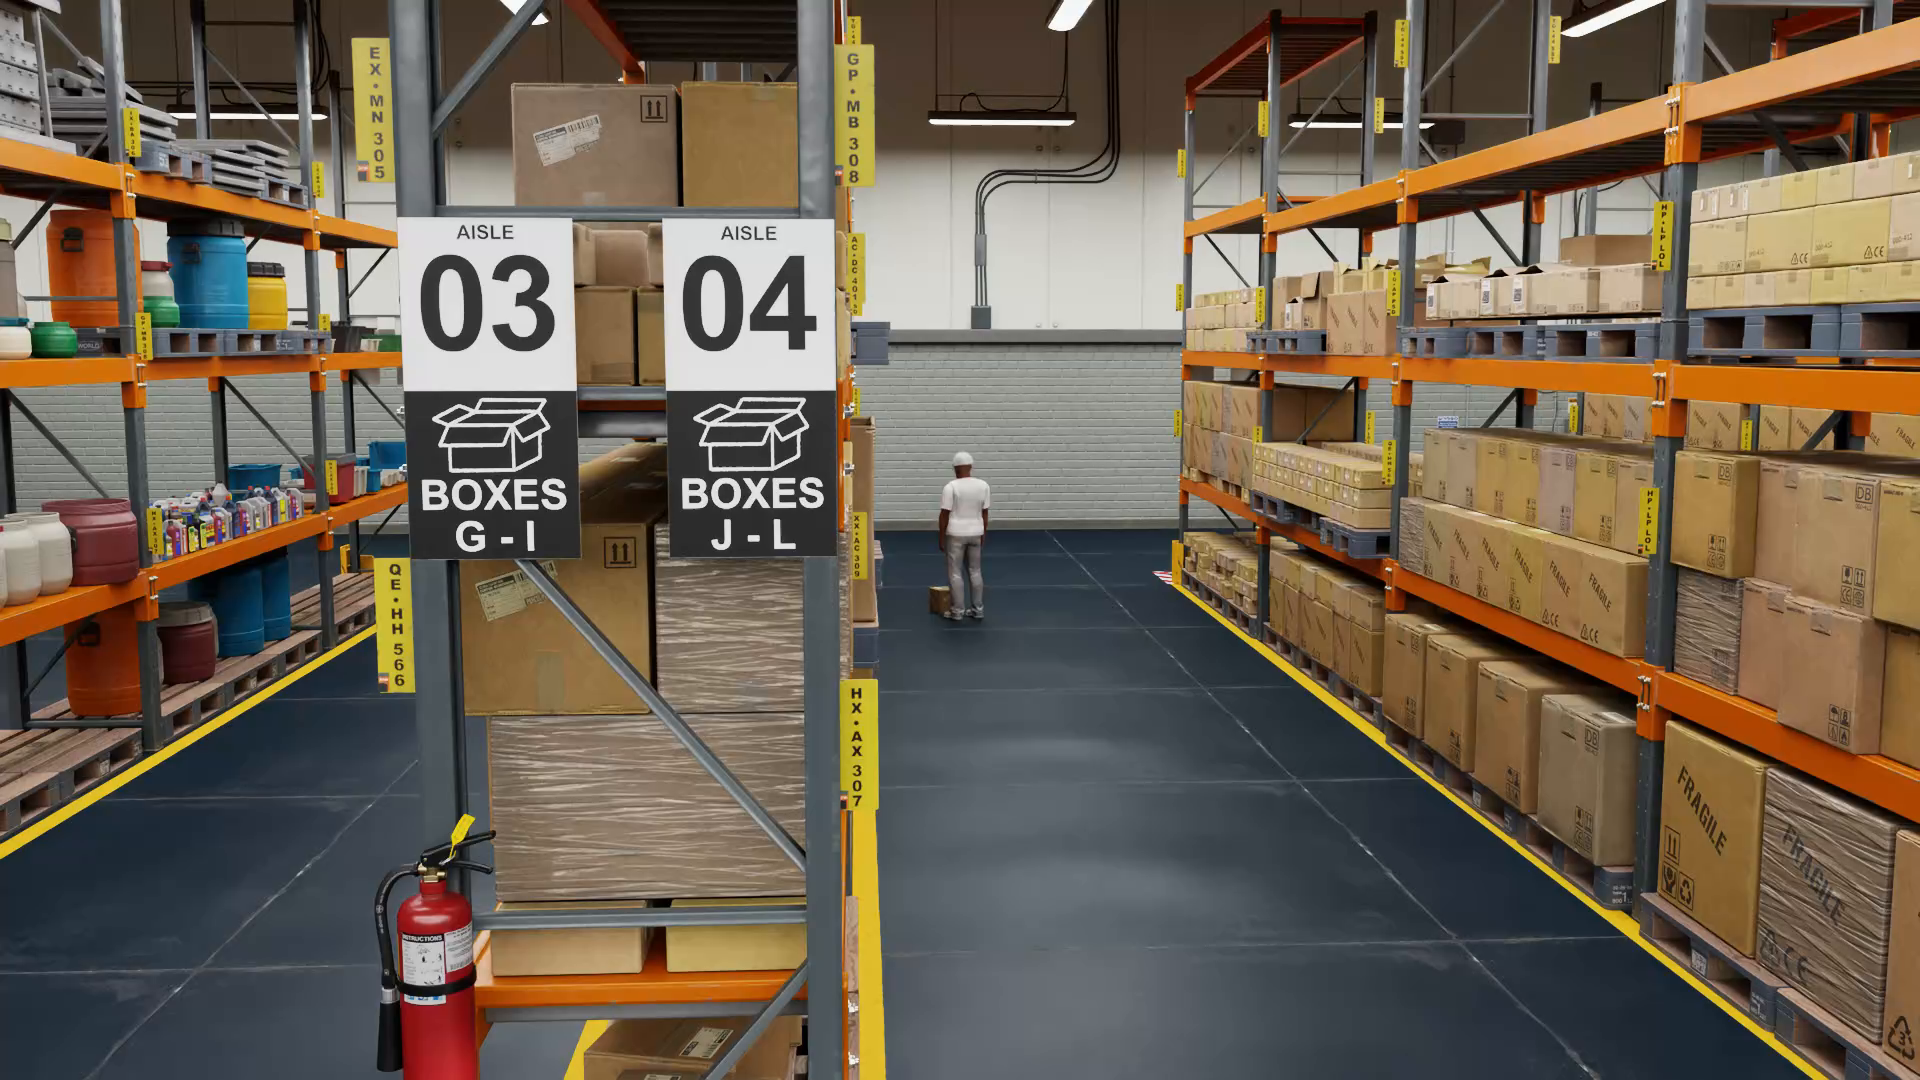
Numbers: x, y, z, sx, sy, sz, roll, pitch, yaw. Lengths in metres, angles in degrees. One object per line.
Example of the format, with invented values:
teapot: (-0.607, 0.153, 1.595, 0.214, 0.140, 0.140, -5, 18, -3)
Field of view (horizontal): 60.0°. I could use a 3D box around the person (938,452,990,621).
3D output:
person: (0.033, -0.046, 17.535, 0.566, 1.763, 0.360, -3, 8, -27)
